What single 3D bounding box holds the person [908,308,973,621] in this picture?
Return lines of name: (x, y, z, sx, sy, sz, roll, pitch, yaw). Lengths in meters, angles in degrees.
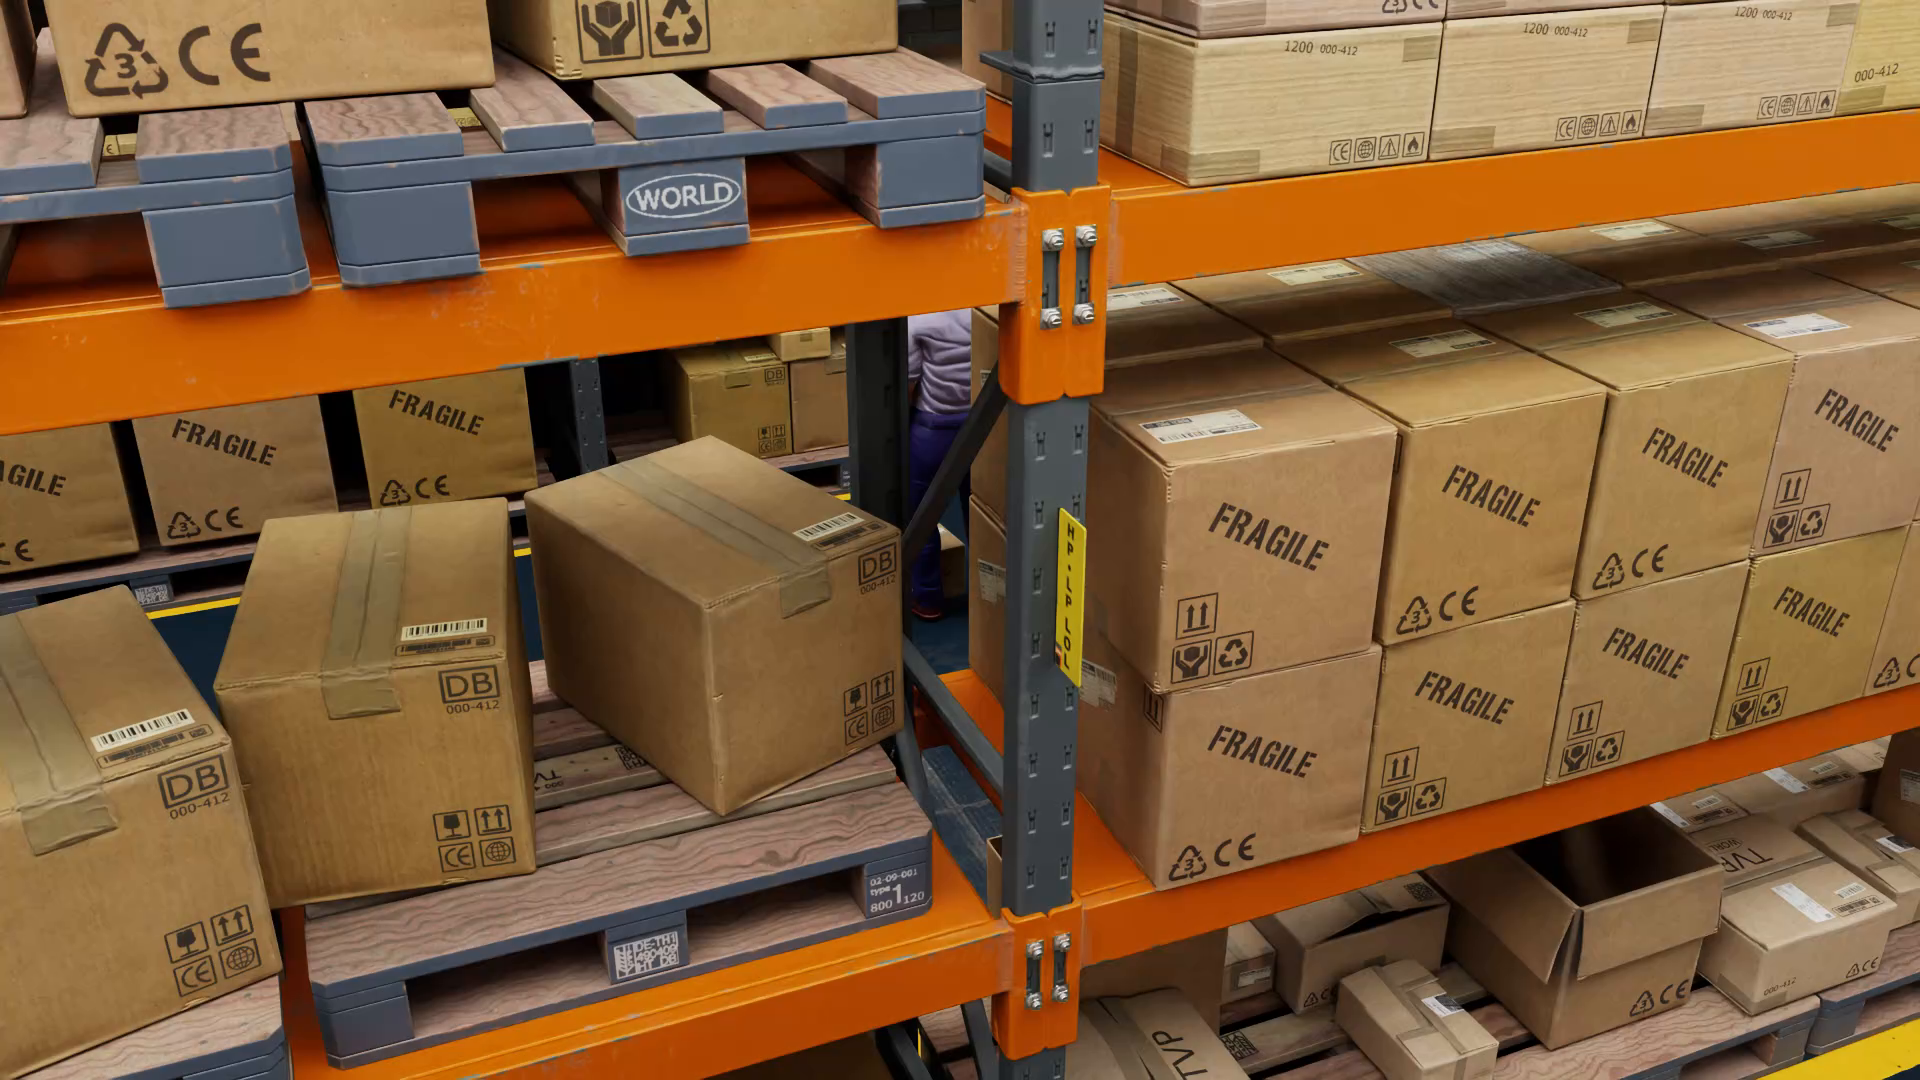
person: (-0.052, -0.434, 7.007, 0.539, 1.652, 0.412, -10, 28, -20)
